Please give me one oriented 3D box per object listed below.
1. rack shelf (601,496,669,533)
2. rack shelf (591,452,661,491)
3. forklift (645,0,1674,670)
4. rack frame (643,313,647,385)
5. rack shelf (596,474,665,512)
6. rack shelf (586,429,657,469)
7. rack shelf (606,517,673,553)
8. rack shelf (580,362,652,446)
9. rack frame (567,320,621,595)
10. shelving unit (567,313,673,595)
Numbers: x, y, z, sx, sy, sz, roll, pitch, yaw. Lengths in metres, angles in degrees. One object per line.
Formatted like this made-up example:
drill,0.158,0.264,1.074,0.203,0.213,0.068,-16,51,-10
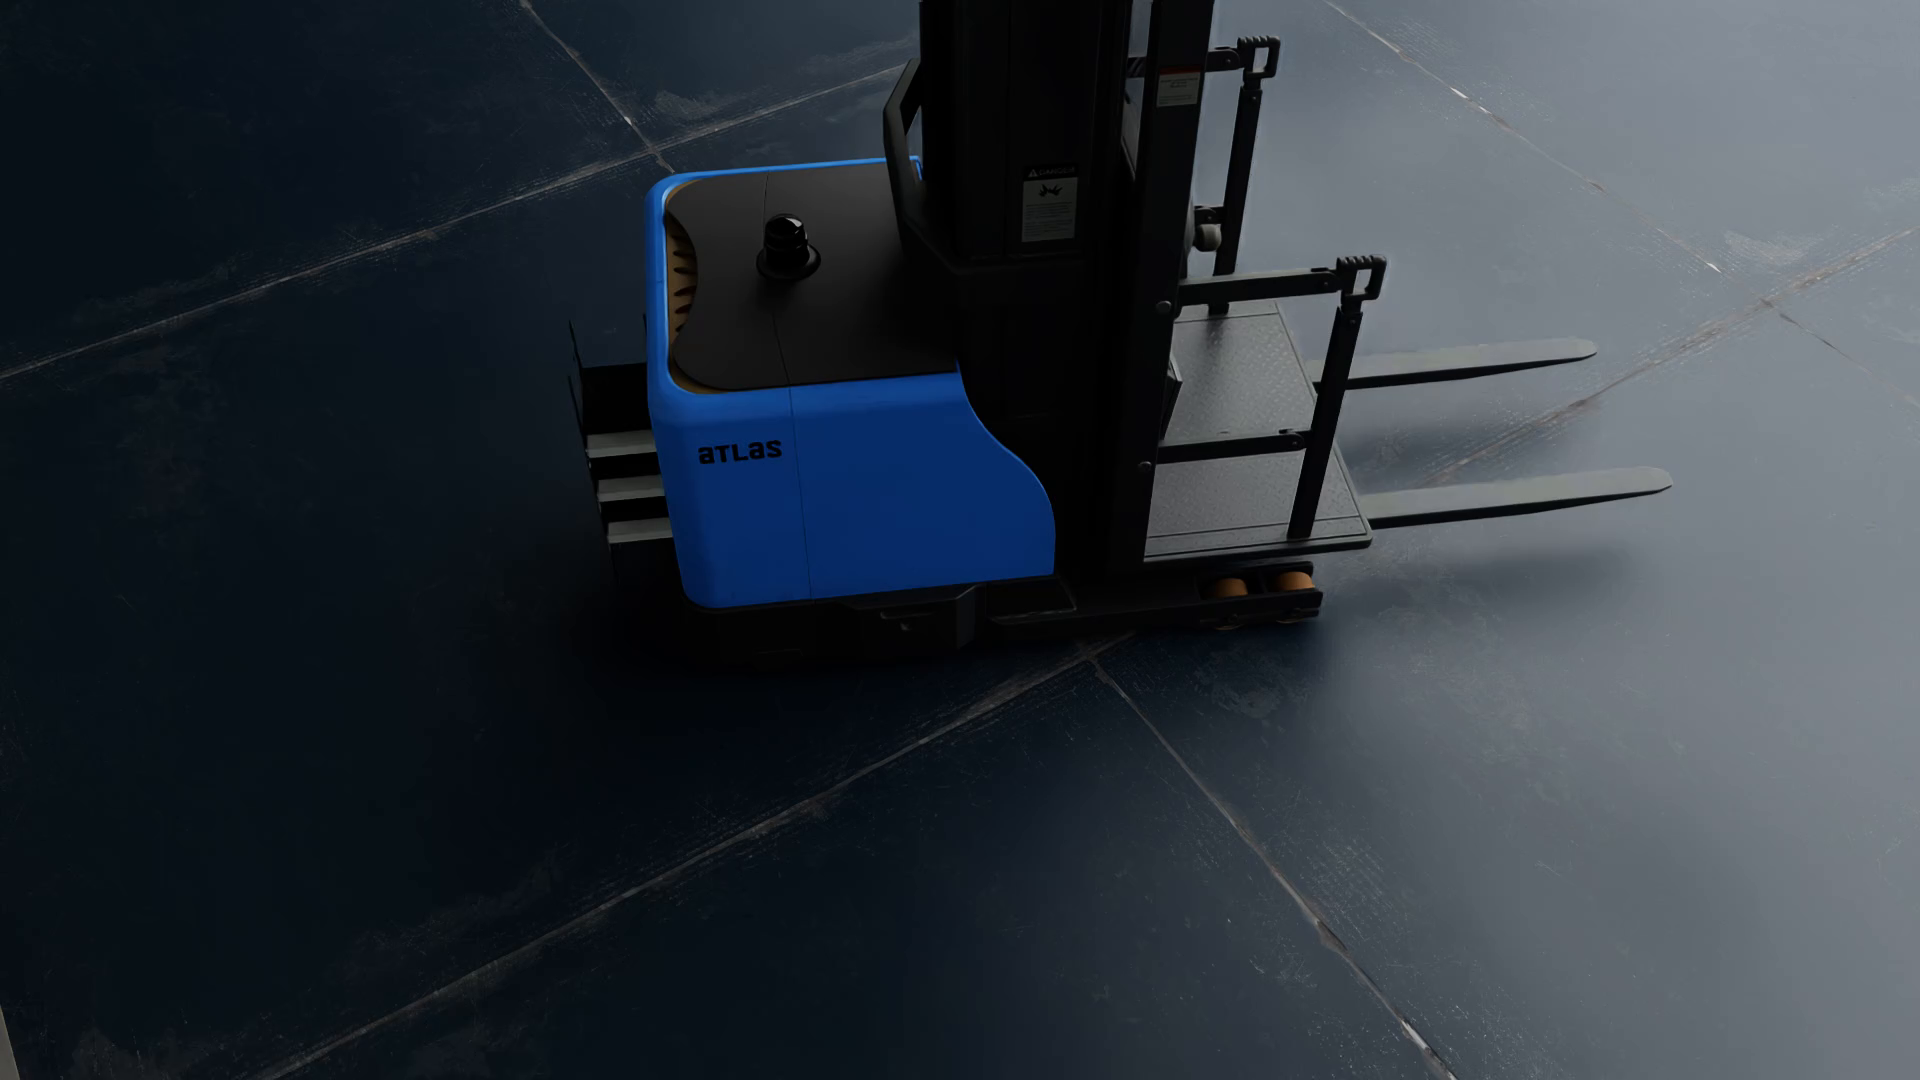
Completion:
rack shelf,-0.959,-0.147,4.944,0.200,0.077,0.258,-6,49,-5
rack shelf,-0.959,-0.267,4.809,0.200,0.077,0.258,-6,49,-5
forklift,0.648,-1.092,4.260,3.031,2.935,1.130,-6,49,-5
rack frame,-0.858,-0.240,4.861,0.006,0.900,0.240,-6,49,-5
rack shelf,-0.959,-0.207,4.877,0.200,0.077,0.258,-6,49,-5
rack shelf,-0.959,-0.327,4.742,0.200,0.077,0.258,-6,49,-5
rack shelf,-0.959,-0.088,5.011,0.200,0.077,0.258,-6,49,-5
rack shelf,-0.959,-0.387,4.675,0.200,0.077,0.258,-6,49,-5
rack frame,-1.060,-0.219,4.843,0.006,0.900,0.240,-6,49,-5
shelving unit,-0.959,-0.229,4.852,0.210,0.900,0.258,-6,49,-5
